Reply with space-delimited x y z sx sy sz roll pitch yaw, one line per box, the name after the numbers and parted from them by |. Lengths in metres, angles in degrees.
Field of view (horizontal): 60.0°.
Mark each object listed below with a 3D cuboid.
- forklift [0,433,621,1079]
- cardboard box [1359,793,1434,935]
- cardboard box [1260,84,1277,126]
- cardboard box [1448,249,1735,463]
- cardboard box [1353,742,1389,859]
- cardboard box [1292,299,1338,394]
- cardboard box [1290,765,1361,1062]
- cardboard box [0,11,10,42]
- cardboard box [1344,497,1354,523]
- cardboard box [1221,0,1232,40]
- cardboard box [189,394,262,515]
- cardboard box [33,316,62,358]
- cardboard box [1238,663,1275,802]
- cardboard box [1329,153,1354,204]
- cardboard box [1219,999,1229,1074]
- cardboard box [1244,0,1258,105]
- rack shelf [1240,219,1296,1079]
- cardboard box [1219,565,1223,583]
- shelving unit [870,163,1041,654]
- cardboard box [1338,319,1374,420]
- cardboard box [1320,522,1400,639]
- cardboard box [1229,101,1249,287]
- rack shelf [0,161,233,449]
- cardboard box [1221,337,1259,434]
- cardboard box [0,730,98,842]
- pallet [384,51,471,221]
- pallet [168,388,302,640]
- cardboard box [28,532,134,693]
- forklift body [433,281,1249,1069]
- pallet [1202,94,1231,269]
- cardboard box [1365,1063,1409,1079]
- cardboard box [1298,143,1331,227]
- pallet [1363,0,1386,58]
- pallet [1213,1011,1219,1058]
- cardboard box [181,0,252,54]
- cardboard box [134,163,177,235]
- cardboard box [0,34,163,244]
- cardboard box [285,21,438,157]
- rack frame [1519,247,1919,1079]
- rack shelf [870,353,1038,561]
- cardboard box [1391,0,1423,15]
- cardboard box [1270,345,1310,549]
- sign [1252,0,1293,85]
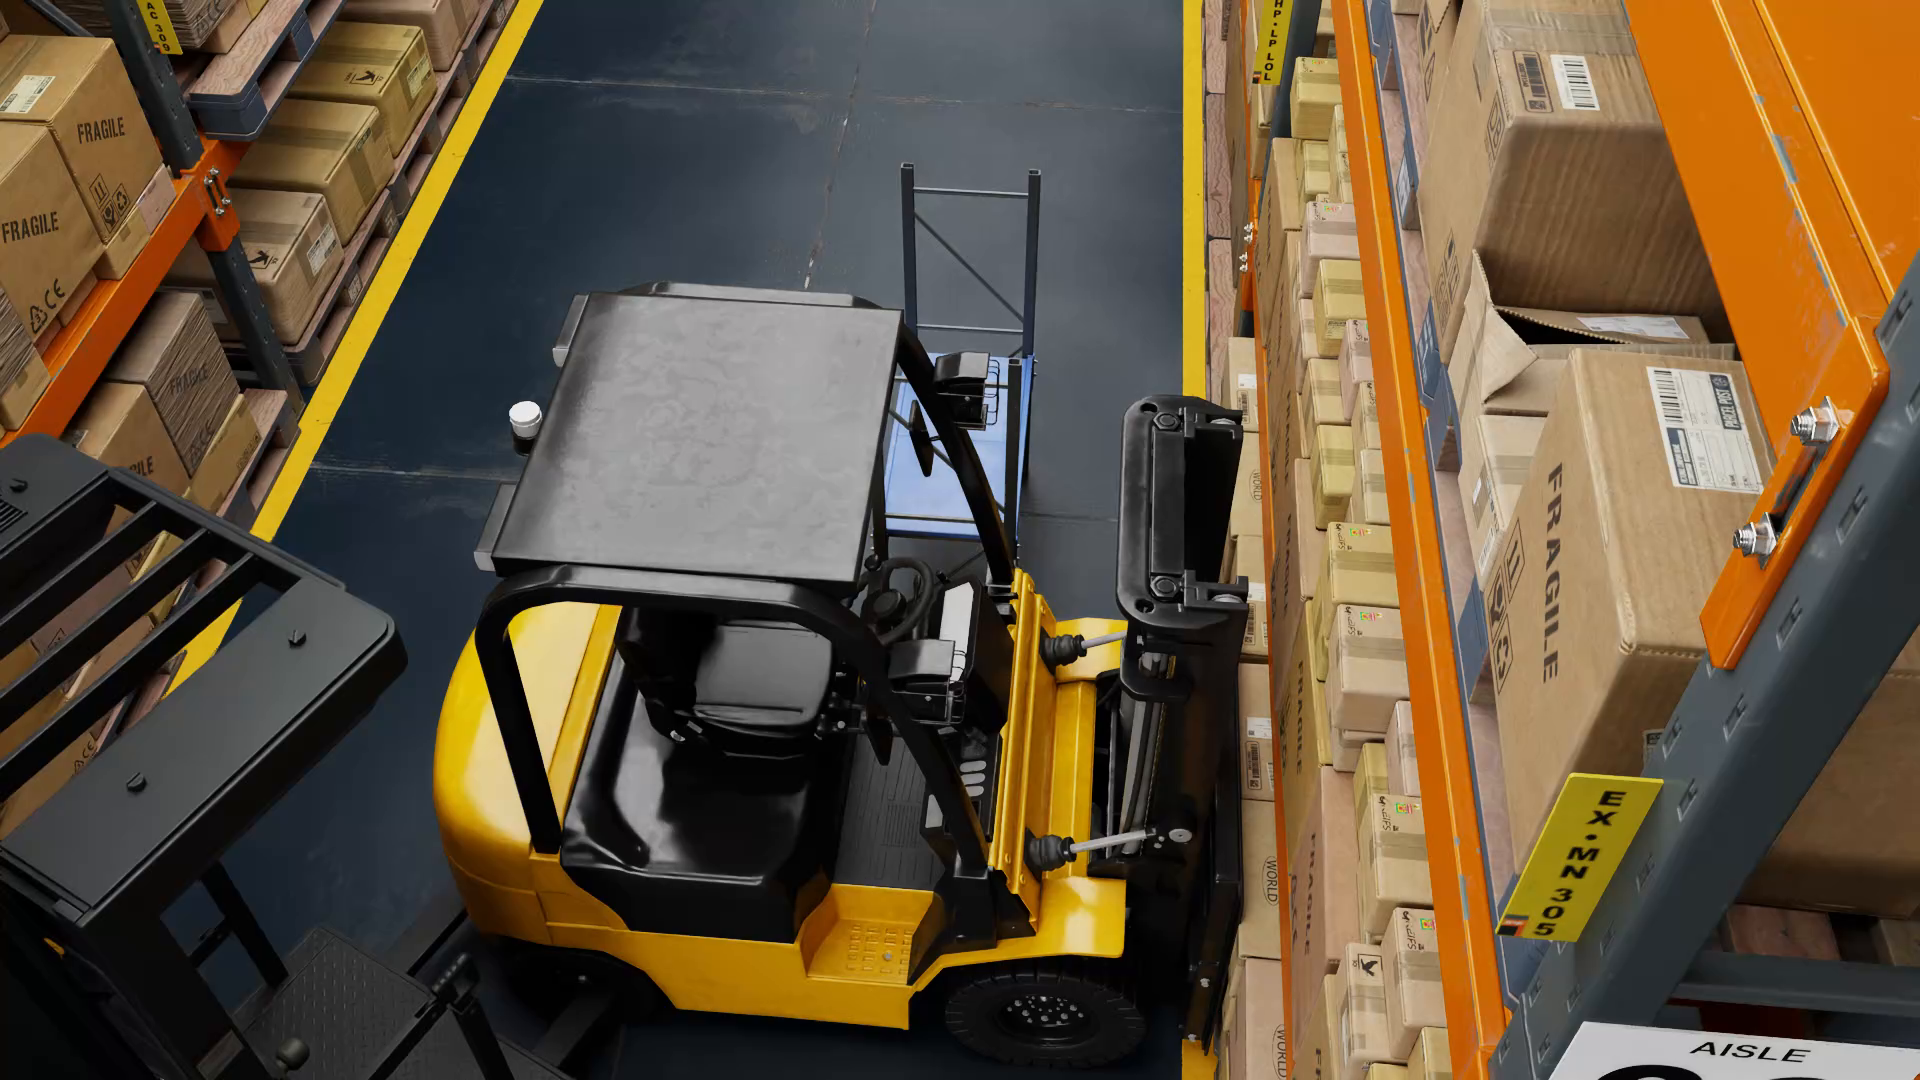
-1.777 0.940 3.904 1.130 2.935 3.031 24 52 20 | forklift
1.024 0.676 3.390 0.380 0.149 0.250 5 48 4 | cardboard box
1.367 -1.752 6.082 0.500 0.250 0.500 3 48 3 | cardboard box
1.009 -0.274 2.674 0.396 0.266 0.258 4 48 4 | cardboard box
1.077 0.600 3.661 0.380 0.149 0.250 4 48 3 | cardboard box
1.146 -0.539 4.703 0.380 0.149 0.250 3 48 3 | cardboard box
1.052 0.890 3.835 0.500 0.500 0.500 5 48 5 | cardboard box
-3.622 -1.750 5.370 0.700 0.500 0.500 3 48 3 | cardboard box
1.170 0.036 4.177 0.380 0.149 0.250 4 48 3 | cardboard box
1.871 -3.078 8.857 0.875 0.625 0.625 5 48 5 | cardboard box
-3.153 -0.348 6.614 0.500 0.250 0.500 6 48 5 | cardboard box
-3.246 -0.693 5.521 0.380 0.149 0.250 3 48 3 | cardboard box
1.074 0.654 5.020 0.500 0.250 0.500 3 48 3 | cardboard box
1.304 -1.008 4.930 0.380 0.149 0.250 3 48 3 | cardboard box
1.050 1.372 5.041 0.500 0.250 0.500 4 48 4 | cardboard box
1.403 -1.963 6.614 0.500 0.250 0.500 4 48 3 | cardboard box
1.395 0.457 4.787 1.077 0.370 4.000 4 48 4 | rack shelf
1.182 0.067 5.896 0.500 0.250 0.500 4 48 3 | cardboard box
-0.008 -0.443 6.139 0.538 1.500 1.048 4 48 4 | shelving unit
1.214 -0.442 4.413 0.380 0.149 0.250 4 48 3 | cardboard box
1.052 0.109 3.909 0.380 0.149 0.250 5 48 4 | cardboard box
1.692 -1.550 7.459 0.875 0.625 0.625 3 48 3 | cardboard box
-3.549 0.126 5.090 1.077 0.370 4.000 4 48 4 | rack shelf
1.221 -0.472 6.051 0.500 0.250 0.500 3 48 3 | cardboard box
-3.291 0.788 5.575 0.500 0.250 0.500 7 48 6 | cardboard box
-3.188 -2.117 8.543 1.003 0.211 1.213 4 48 4 | pallet
-3.392 -0.150 6.744 1.003 0.211 1.213 4 48 4 | pallet
-3.243 0.148 5.652 0.500 0.500 0.500 6 48 6 | cardboard box
-0.431 0.454 4.877 2.313 2.155 1.214 4 48 4 | forklift body
1.714 -1.758 8.214 1.003 0.211 1.213 4 48 4 | pallet
0.965 1.157 3.151 0.380 0.149 0.250 5 48 4 | cardboard box
1.264 -1.101 5.217 0.380 0.149 0.250 5 48 4 | cardboard box
1.525 -1.610 4.217 1.003 0.211 1.213 4 48 4 | pallet
1.354 1.166 5.540 1.003 0.211 1.213 4 48 4 | pallet
-3.001 -2.029 6.458 0.380 0.149 0.250 5 48 4 | cardboard box
-3.092 -1.245 6.026 0.380 0.149 0.250 3 48 3 | cardboard box
-3.159 -1.378 5.708 0.500 0.500 0.500 3 48 3 | cardboard box
-3.197 -2.267 8.287 0.950 0.372 0.625 5 48 5 | cardboard box
1.213 -0.341 0.964 1.000 3.000 0.127 4 48 4 | rack frame
-0.008 -0.322 6.272 0.538 0.185 1.000 4 48 4 | rack shelf
1.139 -1.328 3.638 0.396 0.266 0.258 3 48 3 | cardboard box
1.201 -0.225 4.855 0.500 0.500 0.500 3 48 3 | cardboard box
1.036 -1.649 5.494 0.100 0.325 0.005 4 48 4 | sign
